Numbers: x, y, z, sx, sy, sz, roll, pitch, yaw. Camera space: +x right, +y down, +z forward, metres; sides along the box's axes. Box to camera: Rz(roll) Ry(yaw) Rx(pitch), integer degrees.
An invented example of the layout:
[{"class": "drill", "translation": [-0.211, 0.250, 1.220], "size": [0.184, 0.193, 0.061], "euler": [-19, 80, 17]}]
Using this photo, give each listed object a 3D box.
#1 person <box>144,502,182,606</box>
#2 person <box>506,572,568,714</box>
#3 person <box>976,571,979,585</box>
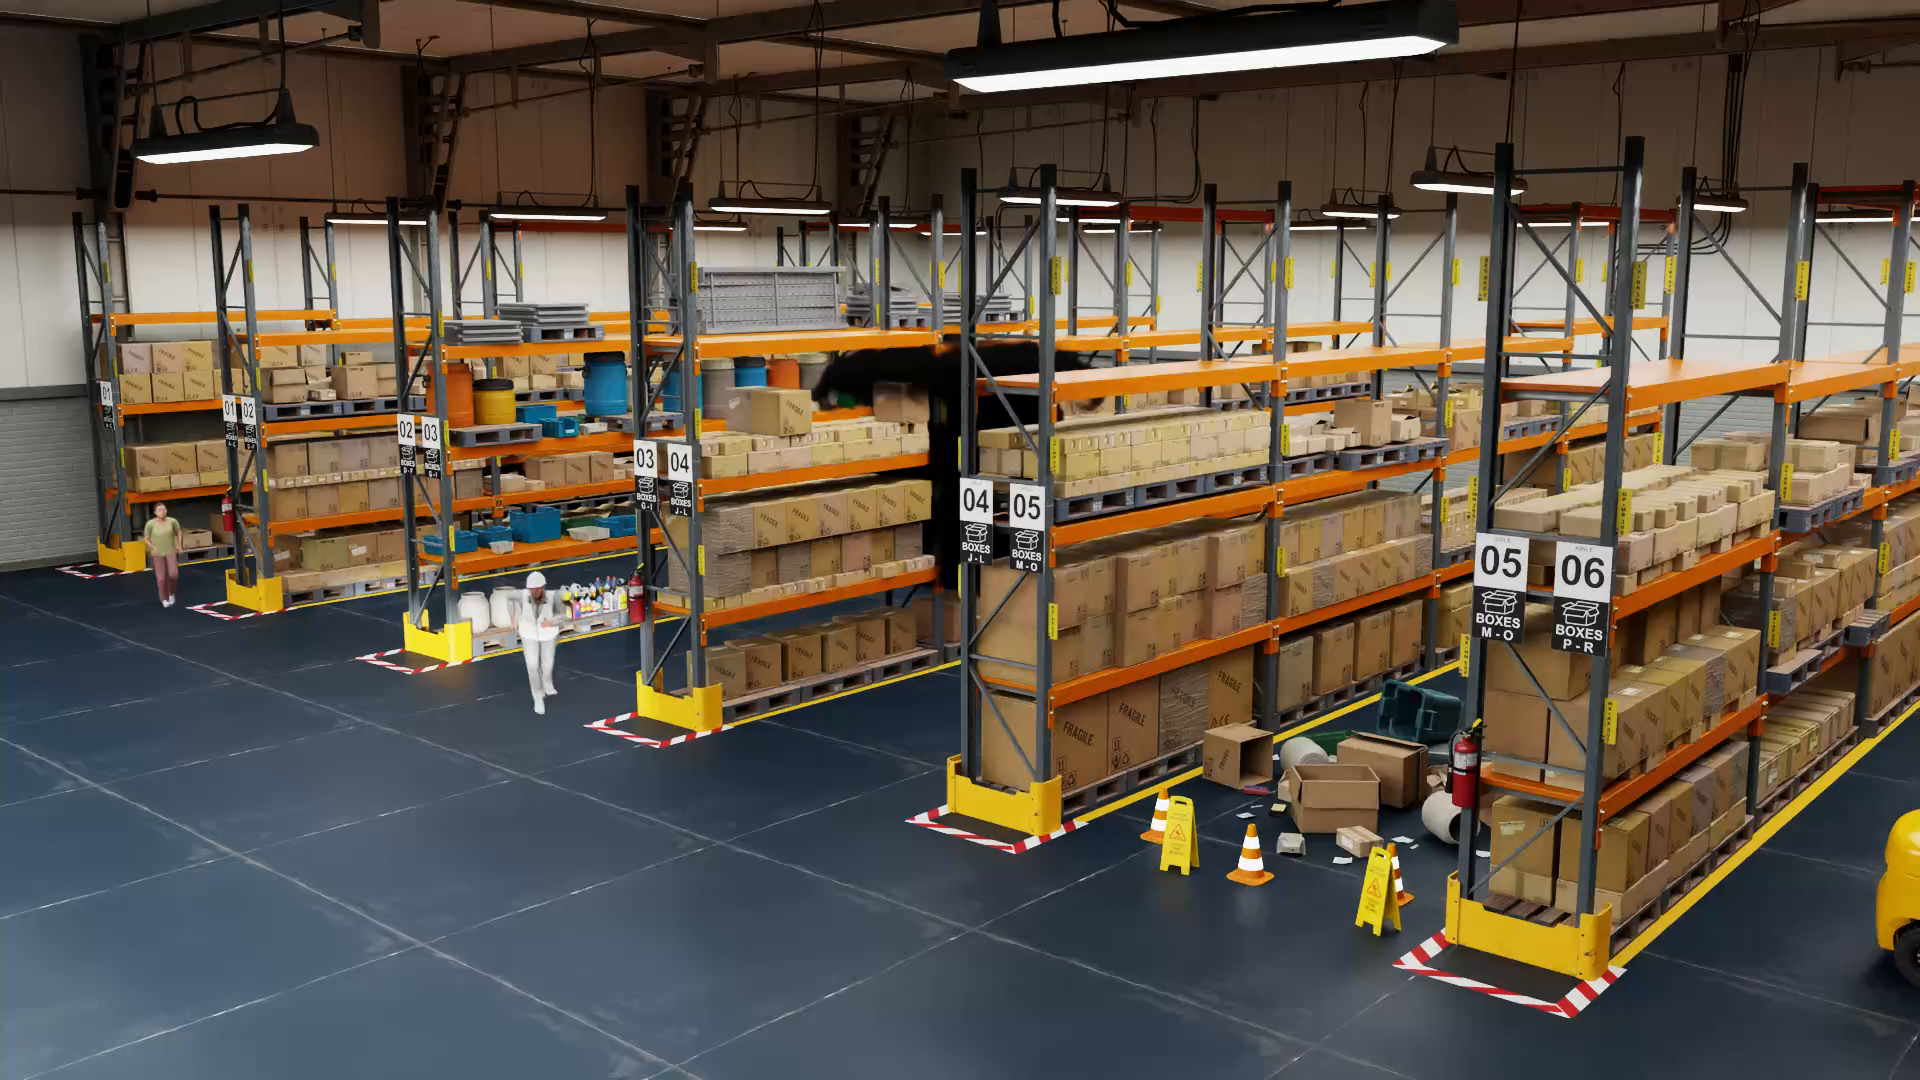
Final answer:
[{"class": "person", "translation": [-11.987, 0.216, 25.061], "size": [0.535, 1.613, 0.642], "euler": [-5, 11, -29]}, {"class": "person", "translation": [-4.925, 1.161, 19.440], "size": [0.697, 1.720, 1.012], "euler": [-2, 10, -11]}, {"class": "person", "translation": [0.149, 0.015, 24.854], "size": [0.518, 1.545, 0.576], "euler": [7, 12, 35]}]
